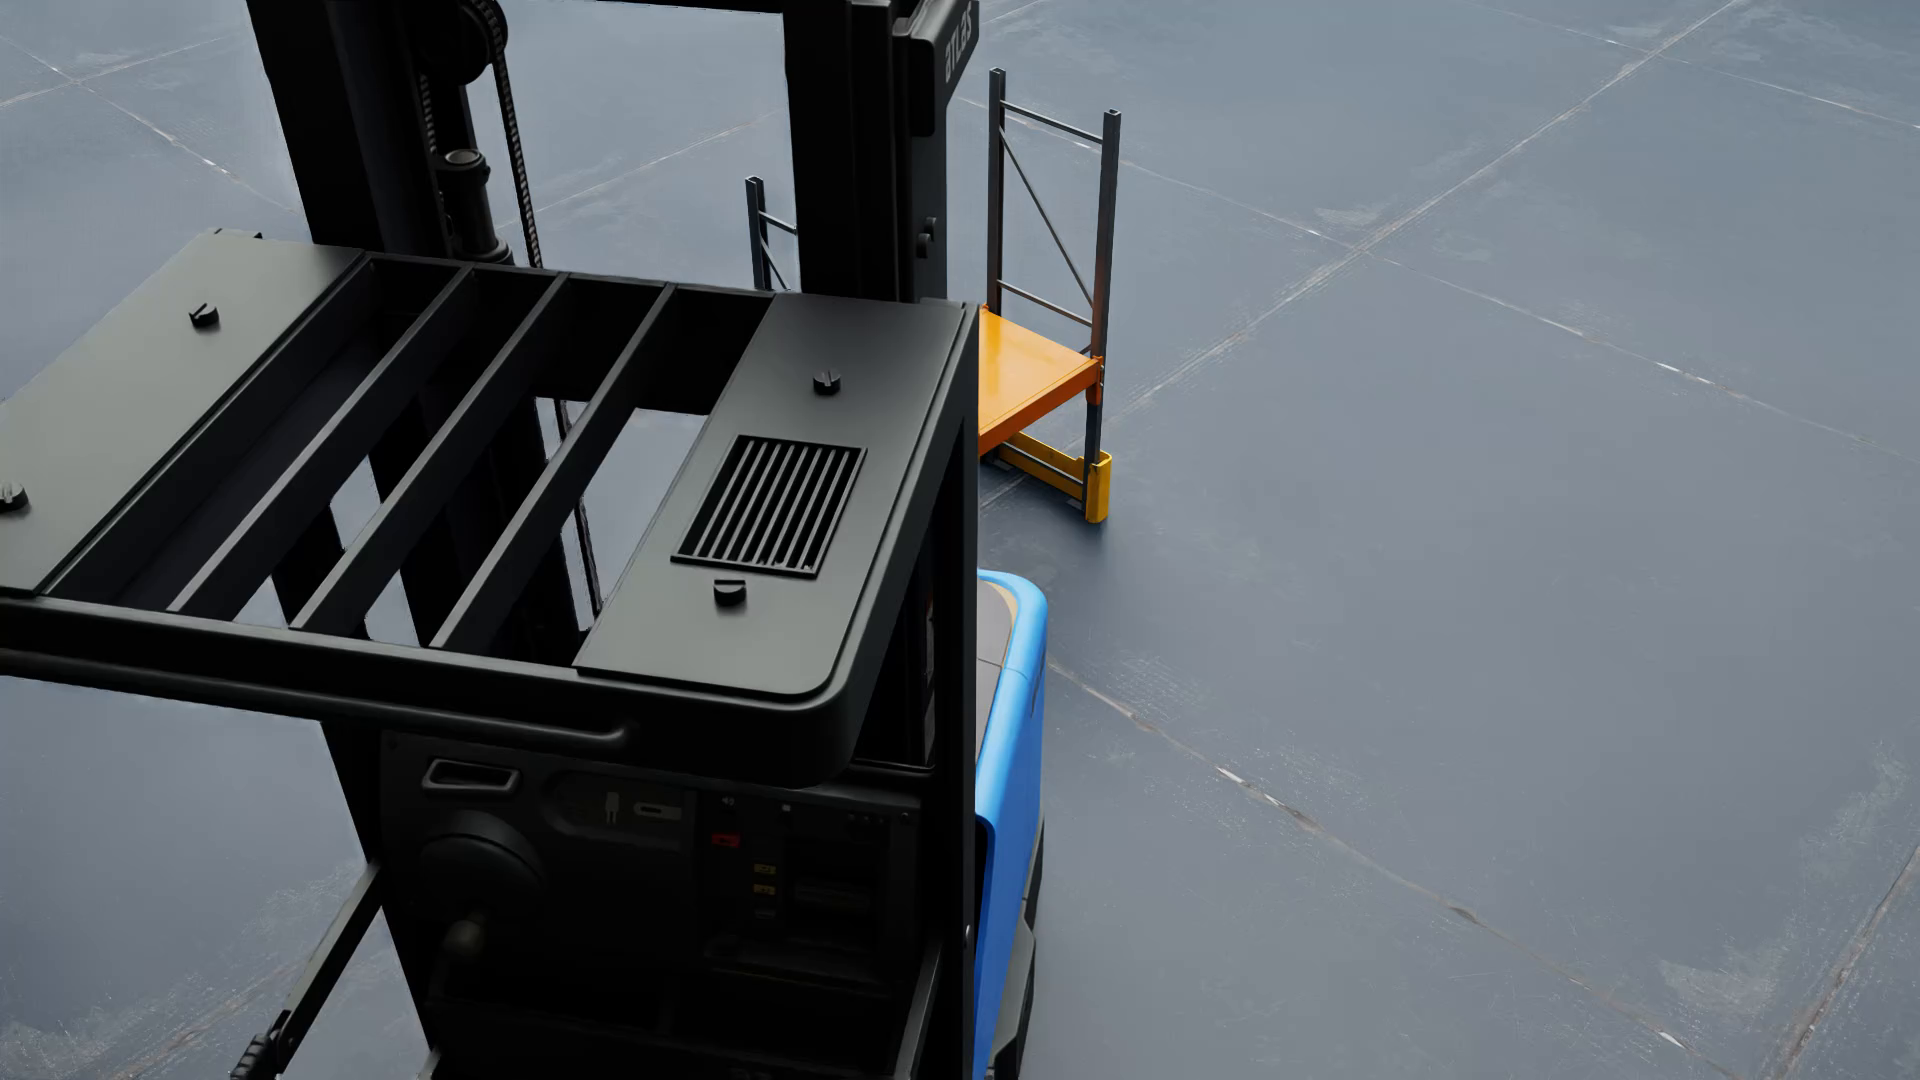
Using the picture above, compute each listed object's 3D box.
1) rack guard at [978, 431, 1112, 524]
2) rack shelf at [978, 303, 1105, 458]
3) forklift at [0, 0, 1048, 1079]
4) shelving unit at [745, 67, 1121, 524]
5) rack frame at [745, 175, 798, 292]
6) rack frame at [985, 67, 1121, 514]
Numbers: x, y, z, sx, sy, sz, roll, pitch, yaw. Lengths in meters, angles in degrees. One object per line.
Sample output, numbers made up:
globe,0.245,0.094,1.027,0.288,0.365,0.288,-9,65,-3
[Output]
rack guard,0.285,-0.292,5.916,0.587,0.250,0.087,30,47,32
rack shelf,-0.058,-0.407,5.346,0.538,0.185,1.000,30,47,32
forklift,-0.564,0.622,2.613,1.130,2.935,3.031,7,39,9
shelving unit,-0.051,-0.552,5.239,0.587,1.500,1.083,30,47,32
rack frame,-0.401,-0.314,4.940,0.500,1.500,0.032,30,47,32
rack frame,0.285,-0.781,5.528,0.500,1.500,0.032,30,47,32
